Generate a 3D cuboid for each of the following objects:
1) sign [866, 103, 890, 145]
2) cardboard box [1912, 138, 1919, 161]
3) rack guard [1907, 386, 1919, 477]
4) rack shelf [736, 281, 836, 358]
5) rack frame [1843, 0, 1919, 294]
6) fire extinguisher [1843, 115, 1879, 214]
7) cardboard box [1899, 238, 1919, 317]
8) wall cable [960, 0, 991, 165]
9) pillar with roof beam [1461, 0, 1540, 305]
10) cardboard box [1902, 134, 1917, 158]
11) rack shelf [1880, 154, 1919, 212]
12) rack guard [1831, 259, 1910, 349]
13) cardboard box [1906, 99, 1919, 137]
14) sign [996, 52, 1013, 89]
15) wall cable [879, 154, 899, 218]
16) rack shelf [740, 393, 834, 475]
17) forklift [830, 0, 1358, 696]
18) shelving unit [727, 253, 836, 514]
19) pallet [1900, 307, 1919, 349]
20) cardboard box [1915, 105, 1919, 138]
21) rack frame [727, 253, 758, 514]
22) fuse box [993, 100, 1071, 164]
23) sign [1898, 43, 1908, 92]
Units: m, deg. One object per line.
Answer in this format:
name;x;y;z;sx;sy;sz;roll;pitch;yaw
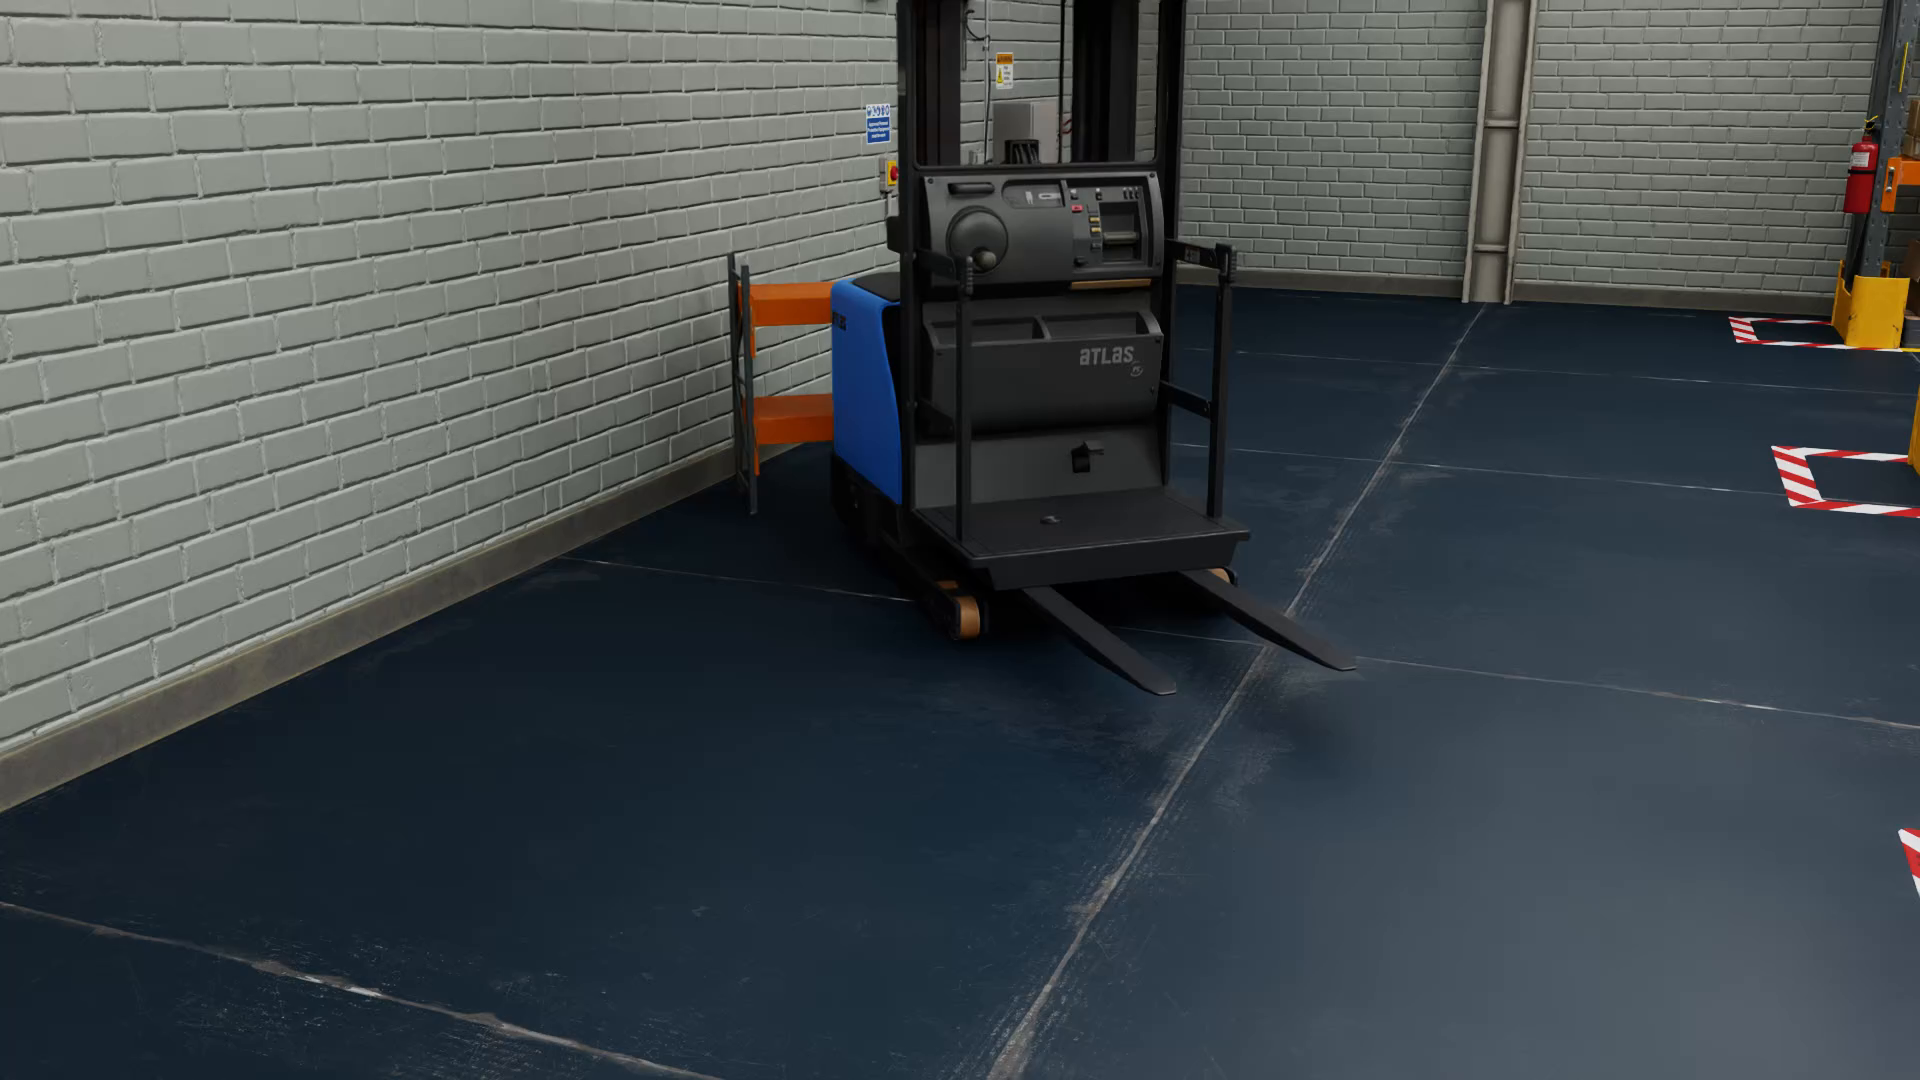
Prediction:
sign;-0.466;-2.380;9.506;0.001;0.218;0.327;6;17;21
cardboard box;6.886;-2.748;11.709;0.250;0.149;0.380;6;17;20
rack guard;4.840;-0.487;7.956;0.348;0.500;1.175;6;17;21
rack shelf;-0.513;-1.047;7.713;1.000;0.278;0.538;-4;17;-15
rack frame;6.681;-2.973;12.035;0.127;3.000;1.000;6;17;21
fire extinguisher;6.374;-2.652;11.737;0.183;0.674;0.296;6;17;21
cardboard box;7.215;-1.889;12.024;0.637;0.503;0.797;6;17;18
wall cable;0.118;-3.113;10.695;0.122;1.984;0.588;6;17;21
pillar with roof beam;2.923;-5.247;9.108;0.400;9.000;9.100;6;17;21
cardboard box;7.087;-2.888;12.193;0.250;0.149;0.380;6;17;20
rack shelf;8.541;-2.423;11.430;4.000;0.370;1.077;6;17;21
rack guard;6.751;-1.765;12.357;0.348;0.500;1.175;6;17;21
cardboard box;7.206;-3.066;12.089;0.500;0.250;0.500;7;18;22
sign;0.302;-3.190;11.299;0.001;0.242;0.339;6;17;21
wall cable;-0.391;-2.759;9.419;0.123;1.953;0.585;6;17;21
rack shelf;-0.513;-0.531;7.863;1.000;0.278;0.538;-4;17;-15
forklift;0.390;-1.174;5.959;1.130;2.935;3.031;-6;17;-19
shelving unit;-0.513;-0.766;7.795;1.048;1.125;0.538;-4;17;-15
pallet;7.493;-1.545;12.117;1.213;0.211;1.003;6;17;21
cardboard box;7.004;-2.928;11.614;0.500;0.250;0.500;6;17;21
rack frame;-1.004;-0.729;7.666;0.032;1.125;0.500;-4;17;-15
fuse box;0.515;-2.167;11.570;0.414;1.711;0.539;6;17;21
sign;6.482;-3.248;11.429;0.005;0.325;0.100;6;17;21
